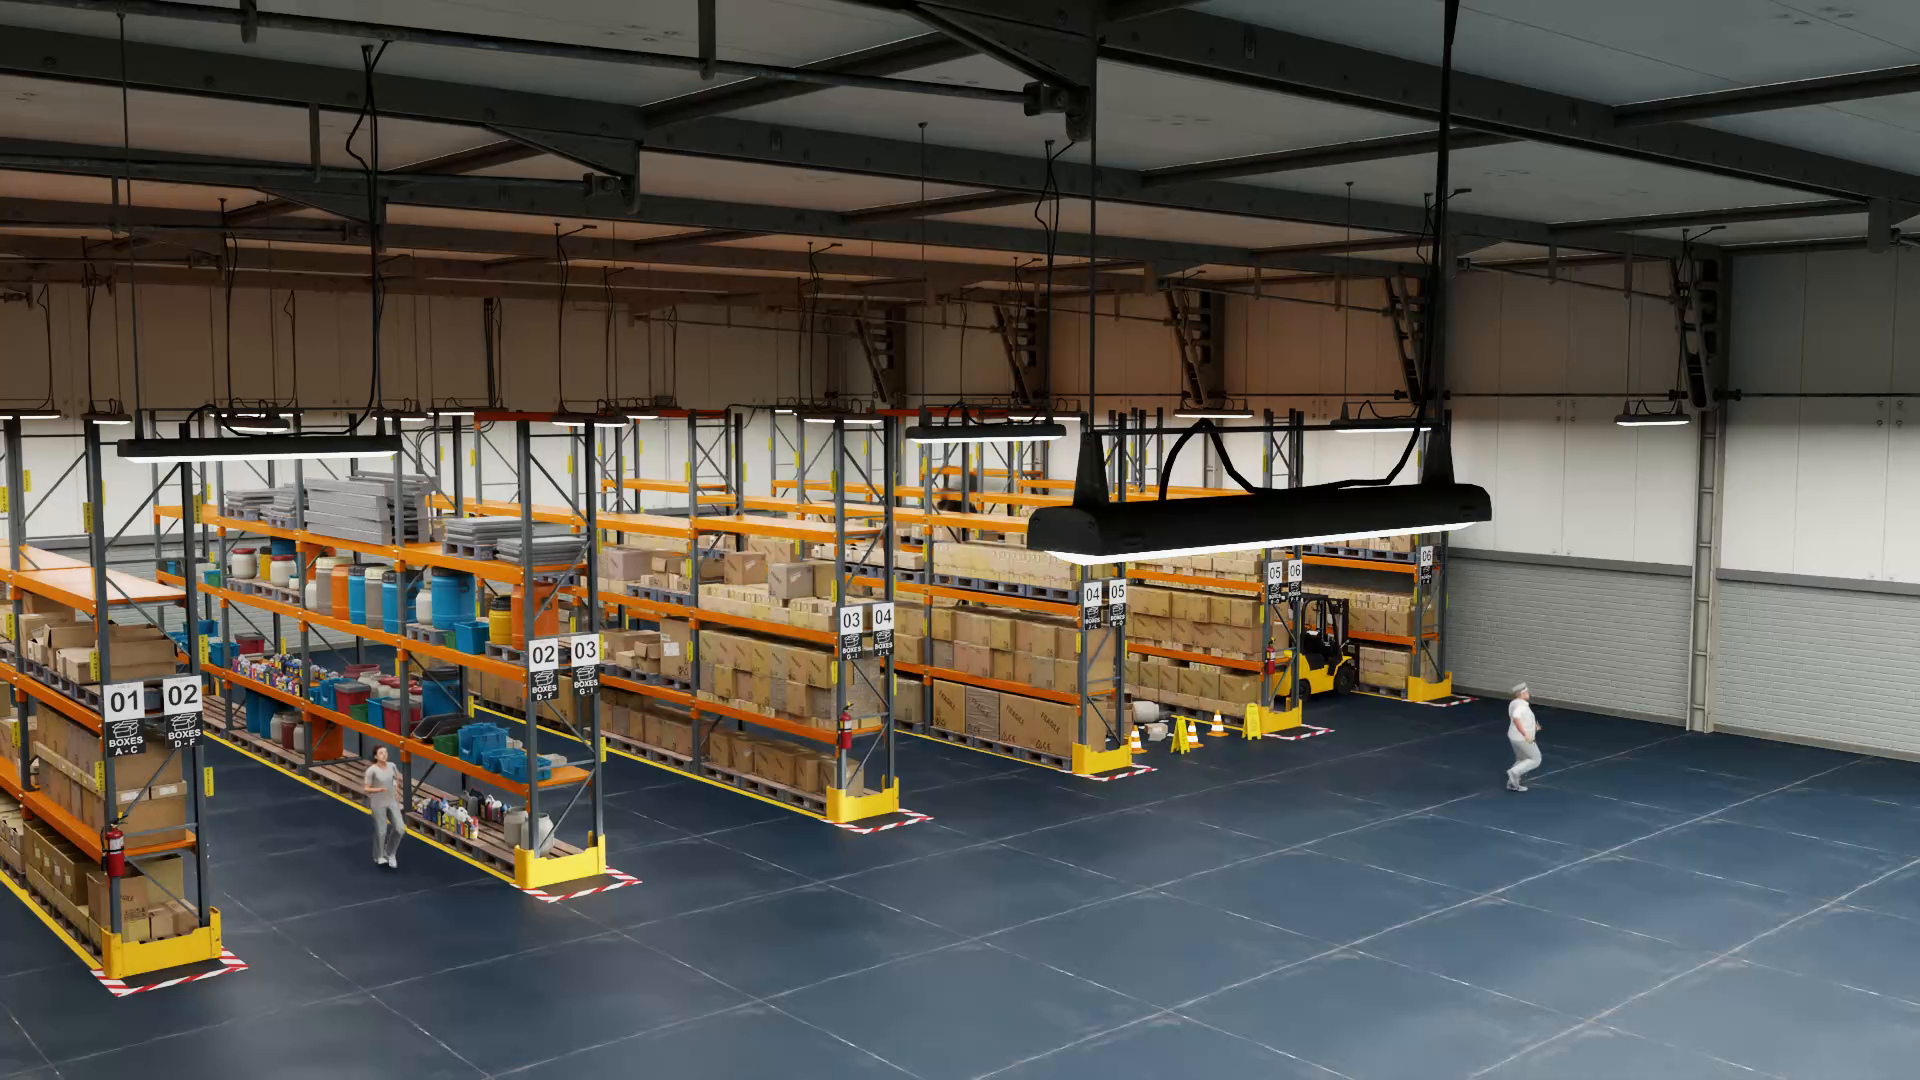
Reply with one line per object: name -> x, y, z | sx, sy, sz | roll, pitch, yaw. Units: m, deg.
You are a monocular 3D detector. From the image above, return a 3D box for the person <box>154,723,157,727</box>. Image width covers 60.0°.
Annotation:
person -> -13.644, 3.085, 27.611 | 0.779, 1.665, 0.613 | 4, 6, 38

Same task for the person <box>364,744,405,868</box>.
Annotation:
person -> -7.658, 3.556, 22.183 | 0.547, 1.672, 0.635 | -5, 7, -42

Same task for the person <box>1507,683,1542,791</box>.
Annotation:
person -> 8.996, 3.141, 26.496 | 0.590, 1.738, 0.657 | 0, 5, 0
